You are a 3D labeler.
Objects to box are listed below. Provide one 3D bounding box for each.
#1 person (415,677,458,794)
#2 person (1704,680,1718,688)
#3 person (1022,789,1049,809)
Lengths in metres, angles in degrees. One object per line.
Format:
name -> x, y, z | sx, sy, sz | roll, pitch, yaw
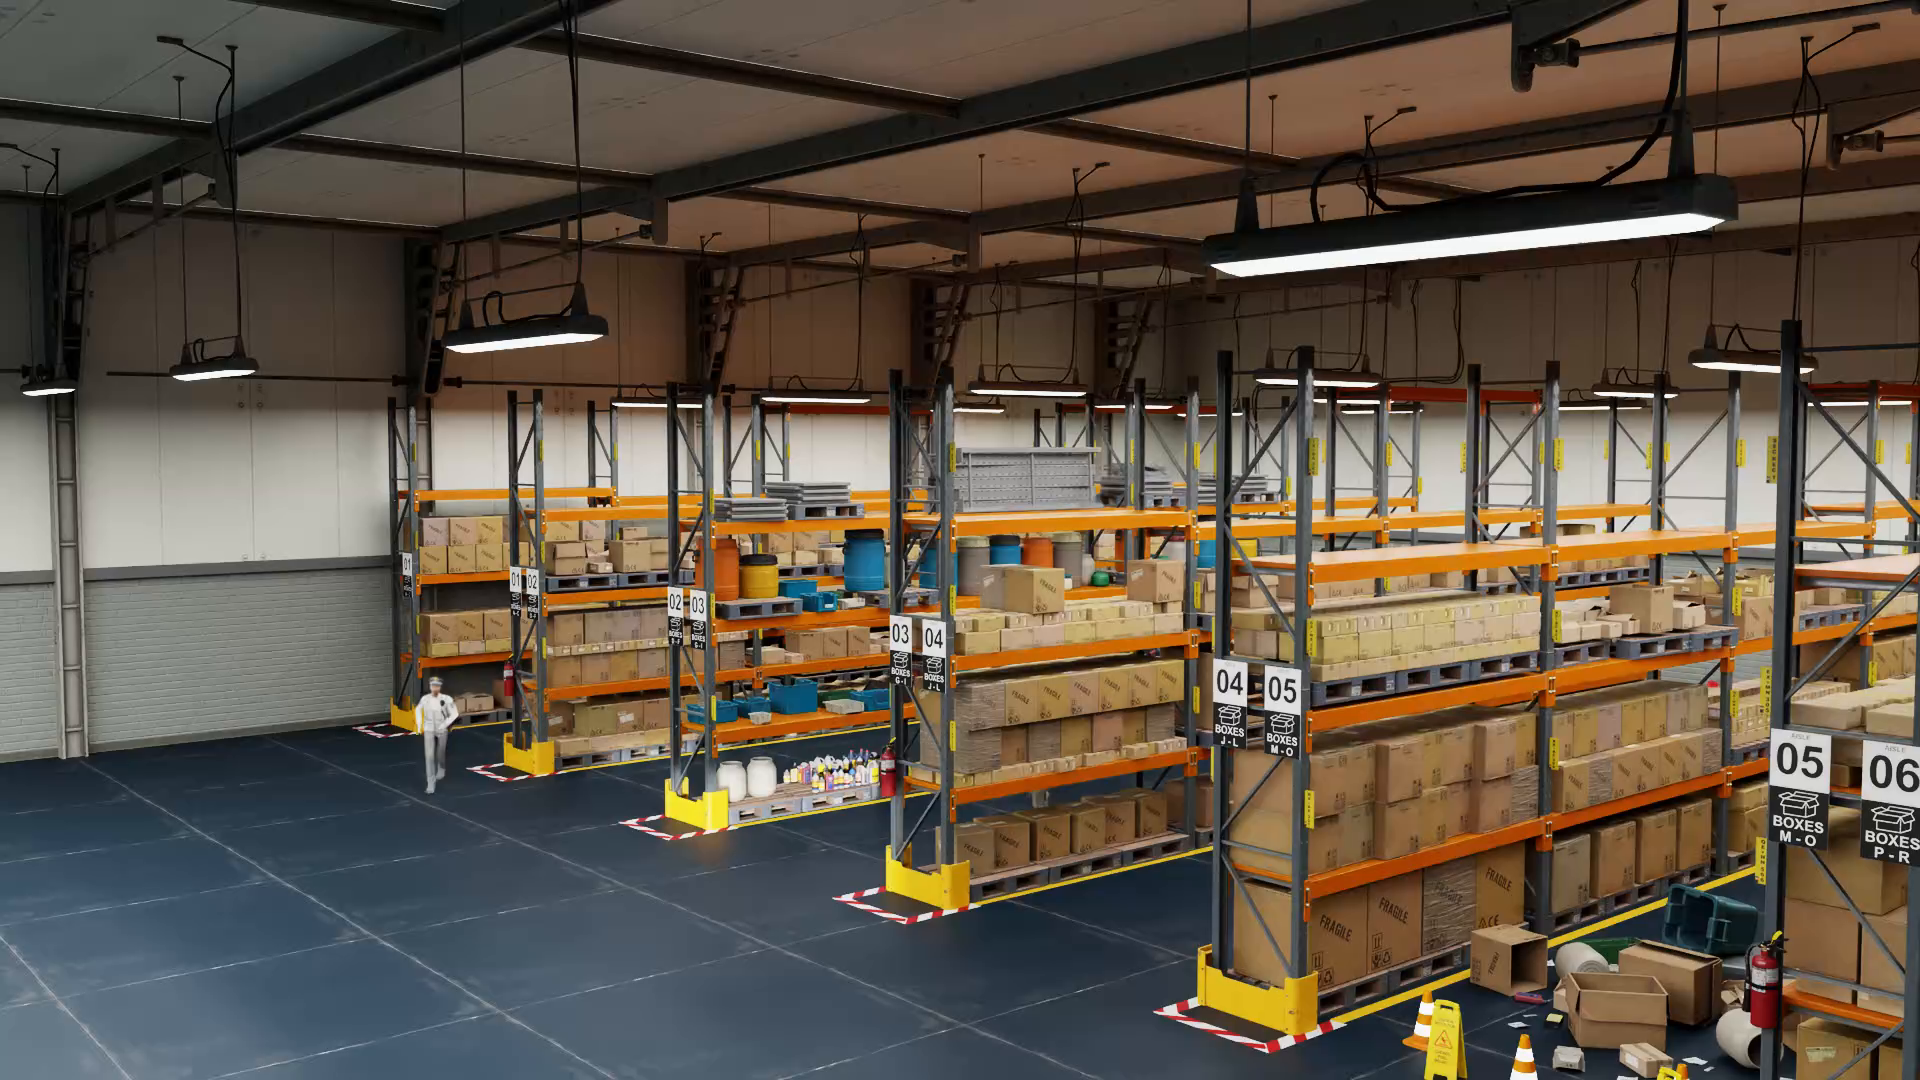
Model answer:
person -> -7.824, 2.871, 24.855 | 0.636, 1.697, 0.907 | -1, 3, -11
person -> 10.989, 2.880, 24.313 | 0.647, 1.702, 0.822 | 3, 4, 42
person -> 1.053, 2.978, 22.572 | 0.708, 1.726, 0.660 | 3, 4, 40
